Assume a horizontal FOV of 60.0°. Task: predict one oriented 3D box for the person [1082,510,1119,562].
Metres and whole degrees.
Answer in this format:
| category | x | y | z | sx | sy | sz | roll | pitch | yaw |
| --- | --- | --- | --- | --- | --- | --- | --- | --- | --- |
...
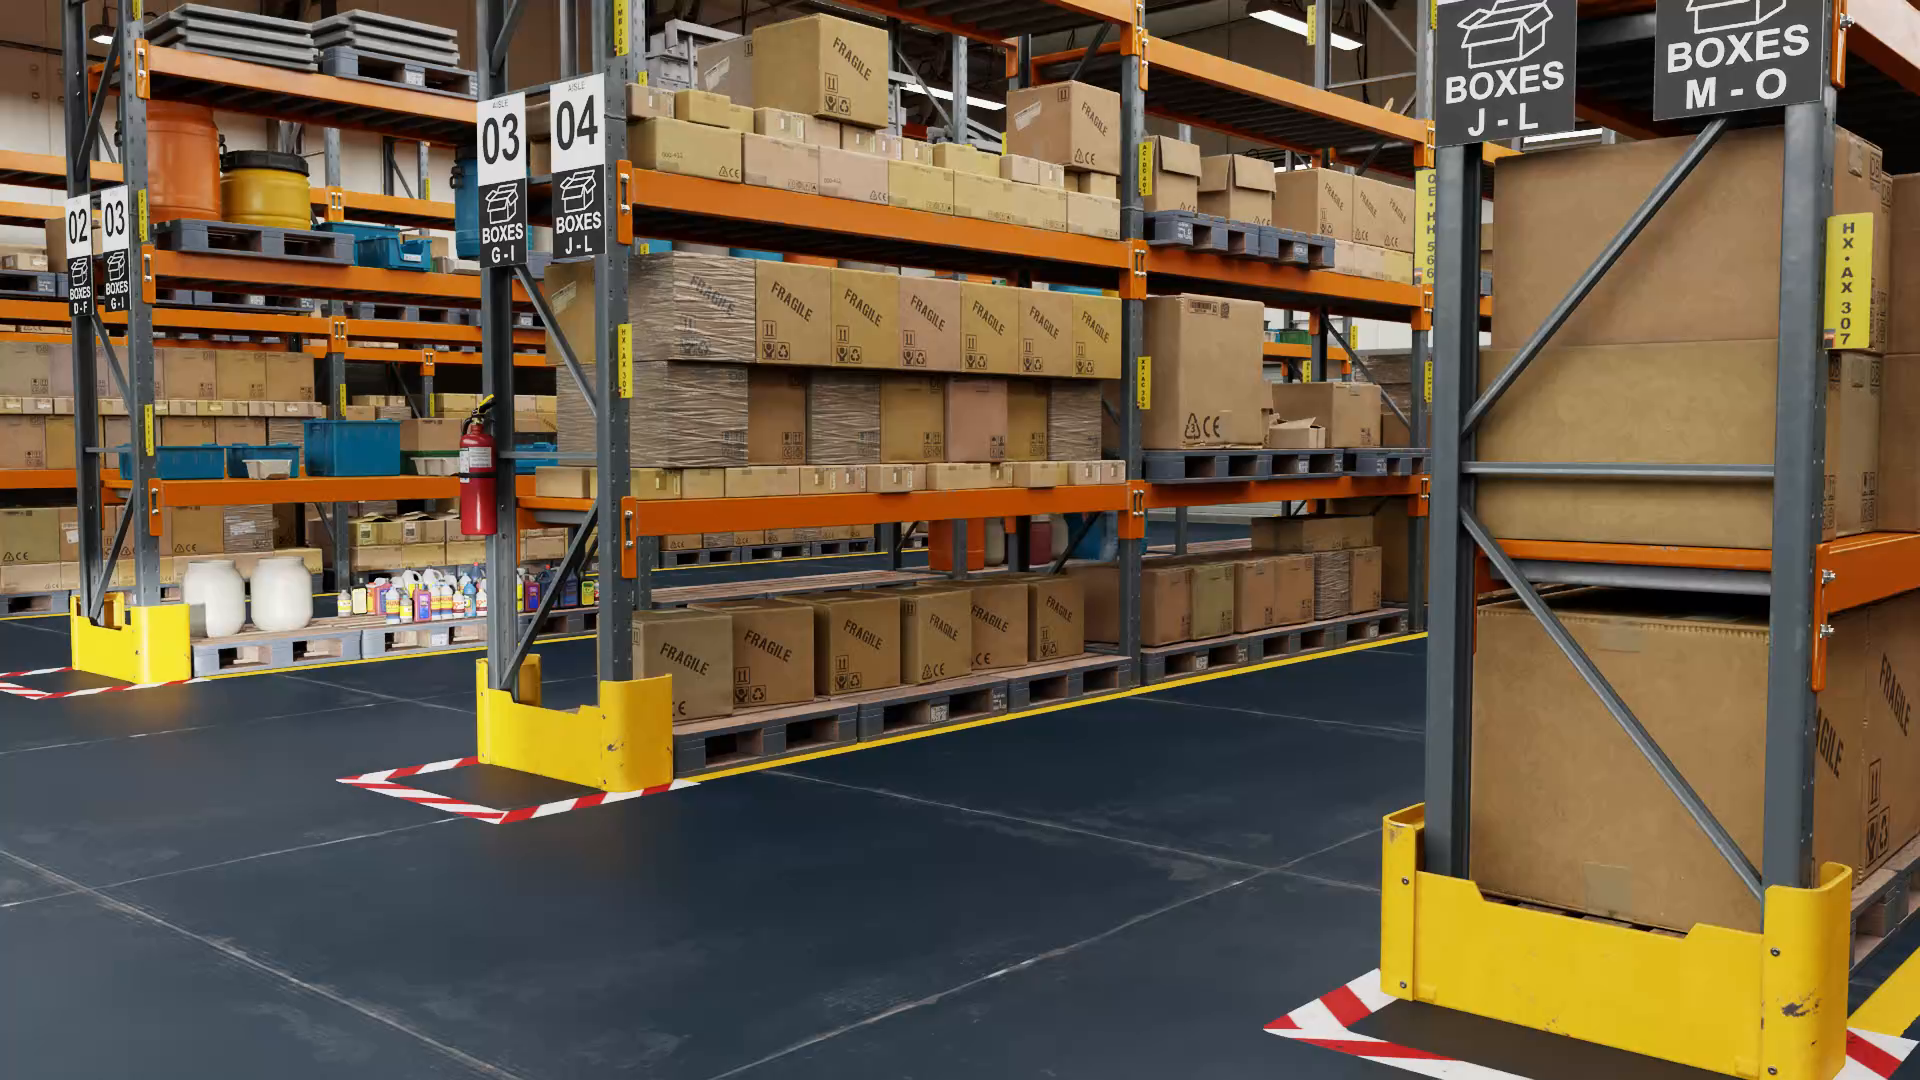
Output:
| category | x | y | z | sx | sy | sz | roll | pitch | yaw |
| --- | --- | --- | --- | --- | --- | --- | --- | --- | --- |
| person | 1.532 | -0.309 | 16.759 | 0.567 | 1.830 | 0.546 | 3 | 4 | 38 |
